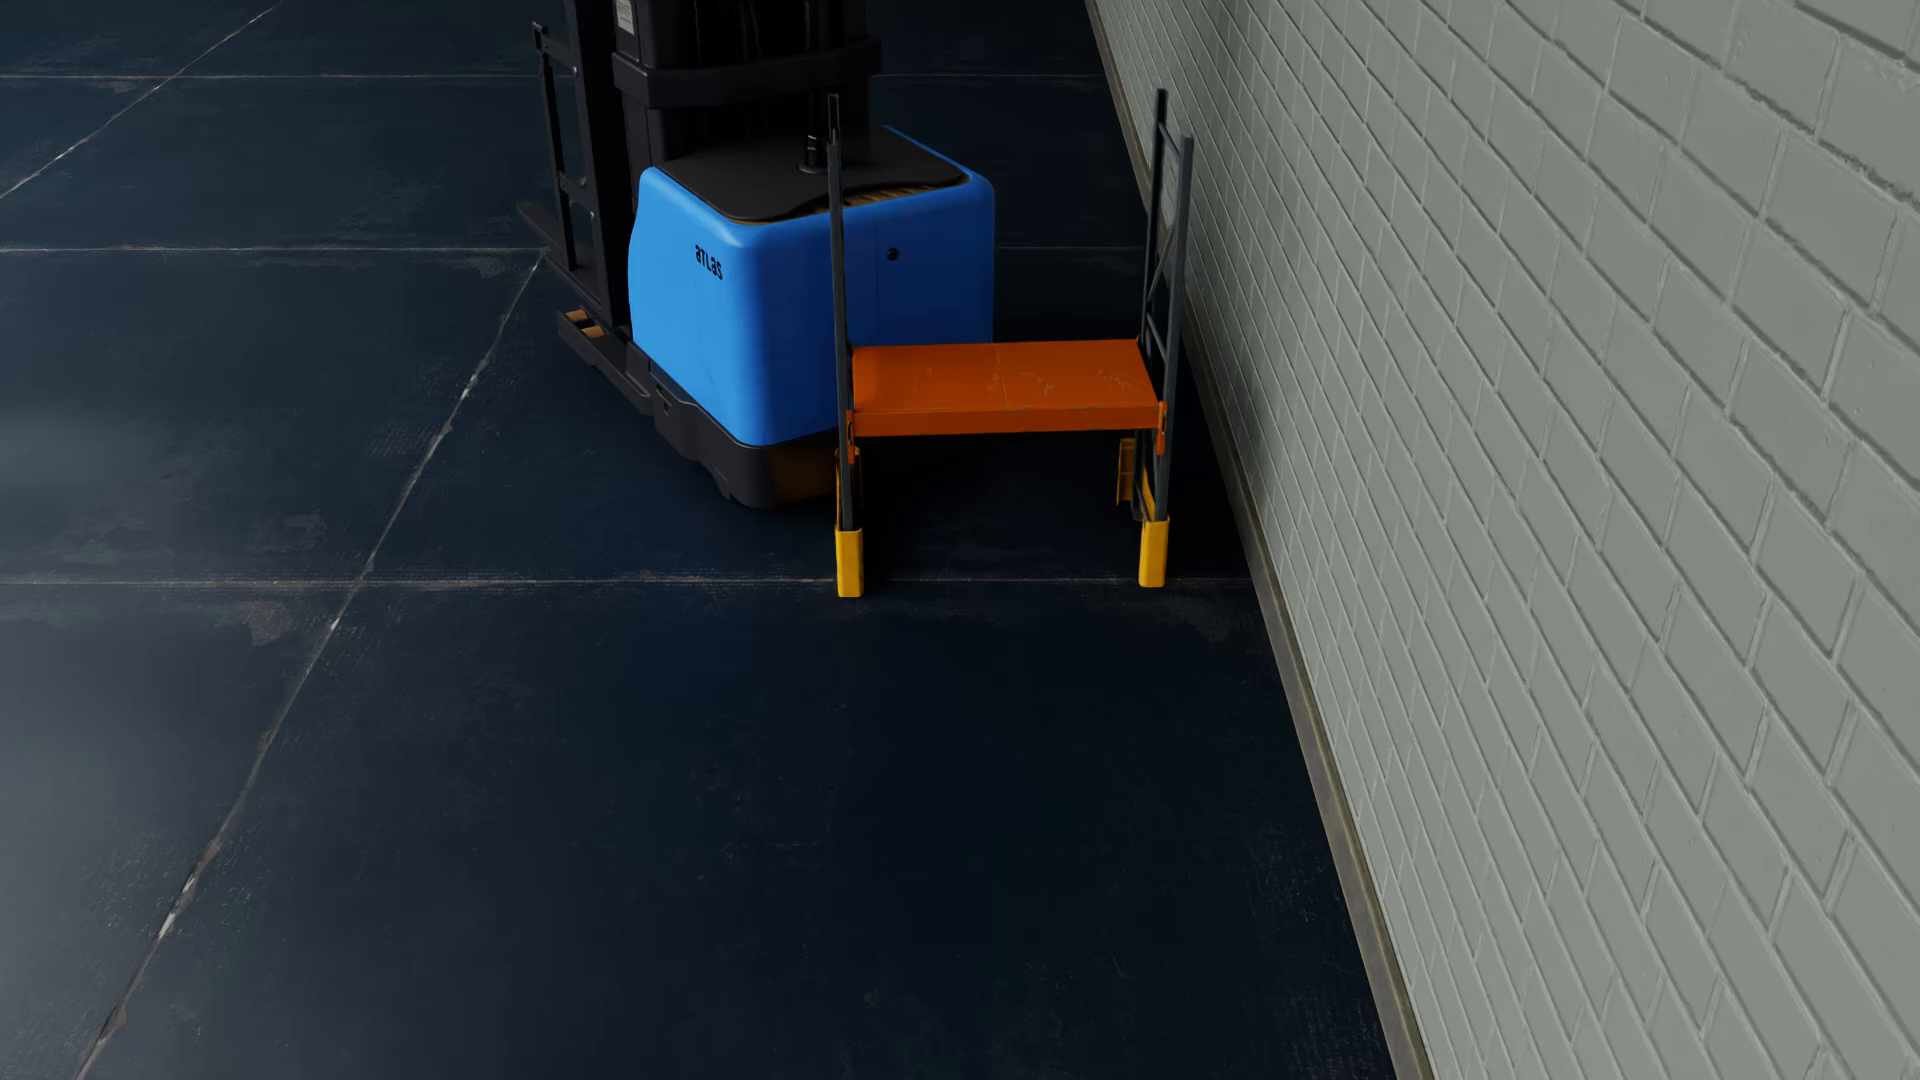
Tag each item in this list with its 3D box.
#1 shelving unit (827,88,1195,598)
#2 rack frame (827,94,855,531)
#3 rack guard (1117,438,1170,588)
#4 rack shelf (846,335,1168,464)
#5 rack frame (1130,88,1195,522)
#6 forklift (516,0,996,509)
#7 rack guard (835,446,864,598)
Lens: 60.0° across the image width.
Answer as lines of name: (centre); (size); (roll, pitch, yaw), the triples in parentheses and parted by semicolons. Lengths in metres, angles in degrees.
shelving unit: (0.124, -0.619, 5.325); (1.083, 1.500, 0.587); (-2, 31, -3)
rack frame: (-0.375, -0.603, 5.299); (0.032, 1.500, 0.500); (-2, 31, -3)
rack guard: (0.621, -0.101, 5.675); (0.087, 0.250, 0.587); (-2, 31, -3)
rack shelf: (0.133, -0.466, 5.418); (1.000, 0.185, 0.538); (-2, 31, -3)
rack frame: (0.640, -0.636, 5.352); (0.032, 1.500, 0.500); (-2, 31, -3)
forklift: (-1.057, -2.092, 6.372); (1.130, 2.935, 3.031); (-17, 35, -26)
rack guard: (-0.373, -0.069, 5.623); (0.087, 0.250, 0.587); (-2, 31, -3)
